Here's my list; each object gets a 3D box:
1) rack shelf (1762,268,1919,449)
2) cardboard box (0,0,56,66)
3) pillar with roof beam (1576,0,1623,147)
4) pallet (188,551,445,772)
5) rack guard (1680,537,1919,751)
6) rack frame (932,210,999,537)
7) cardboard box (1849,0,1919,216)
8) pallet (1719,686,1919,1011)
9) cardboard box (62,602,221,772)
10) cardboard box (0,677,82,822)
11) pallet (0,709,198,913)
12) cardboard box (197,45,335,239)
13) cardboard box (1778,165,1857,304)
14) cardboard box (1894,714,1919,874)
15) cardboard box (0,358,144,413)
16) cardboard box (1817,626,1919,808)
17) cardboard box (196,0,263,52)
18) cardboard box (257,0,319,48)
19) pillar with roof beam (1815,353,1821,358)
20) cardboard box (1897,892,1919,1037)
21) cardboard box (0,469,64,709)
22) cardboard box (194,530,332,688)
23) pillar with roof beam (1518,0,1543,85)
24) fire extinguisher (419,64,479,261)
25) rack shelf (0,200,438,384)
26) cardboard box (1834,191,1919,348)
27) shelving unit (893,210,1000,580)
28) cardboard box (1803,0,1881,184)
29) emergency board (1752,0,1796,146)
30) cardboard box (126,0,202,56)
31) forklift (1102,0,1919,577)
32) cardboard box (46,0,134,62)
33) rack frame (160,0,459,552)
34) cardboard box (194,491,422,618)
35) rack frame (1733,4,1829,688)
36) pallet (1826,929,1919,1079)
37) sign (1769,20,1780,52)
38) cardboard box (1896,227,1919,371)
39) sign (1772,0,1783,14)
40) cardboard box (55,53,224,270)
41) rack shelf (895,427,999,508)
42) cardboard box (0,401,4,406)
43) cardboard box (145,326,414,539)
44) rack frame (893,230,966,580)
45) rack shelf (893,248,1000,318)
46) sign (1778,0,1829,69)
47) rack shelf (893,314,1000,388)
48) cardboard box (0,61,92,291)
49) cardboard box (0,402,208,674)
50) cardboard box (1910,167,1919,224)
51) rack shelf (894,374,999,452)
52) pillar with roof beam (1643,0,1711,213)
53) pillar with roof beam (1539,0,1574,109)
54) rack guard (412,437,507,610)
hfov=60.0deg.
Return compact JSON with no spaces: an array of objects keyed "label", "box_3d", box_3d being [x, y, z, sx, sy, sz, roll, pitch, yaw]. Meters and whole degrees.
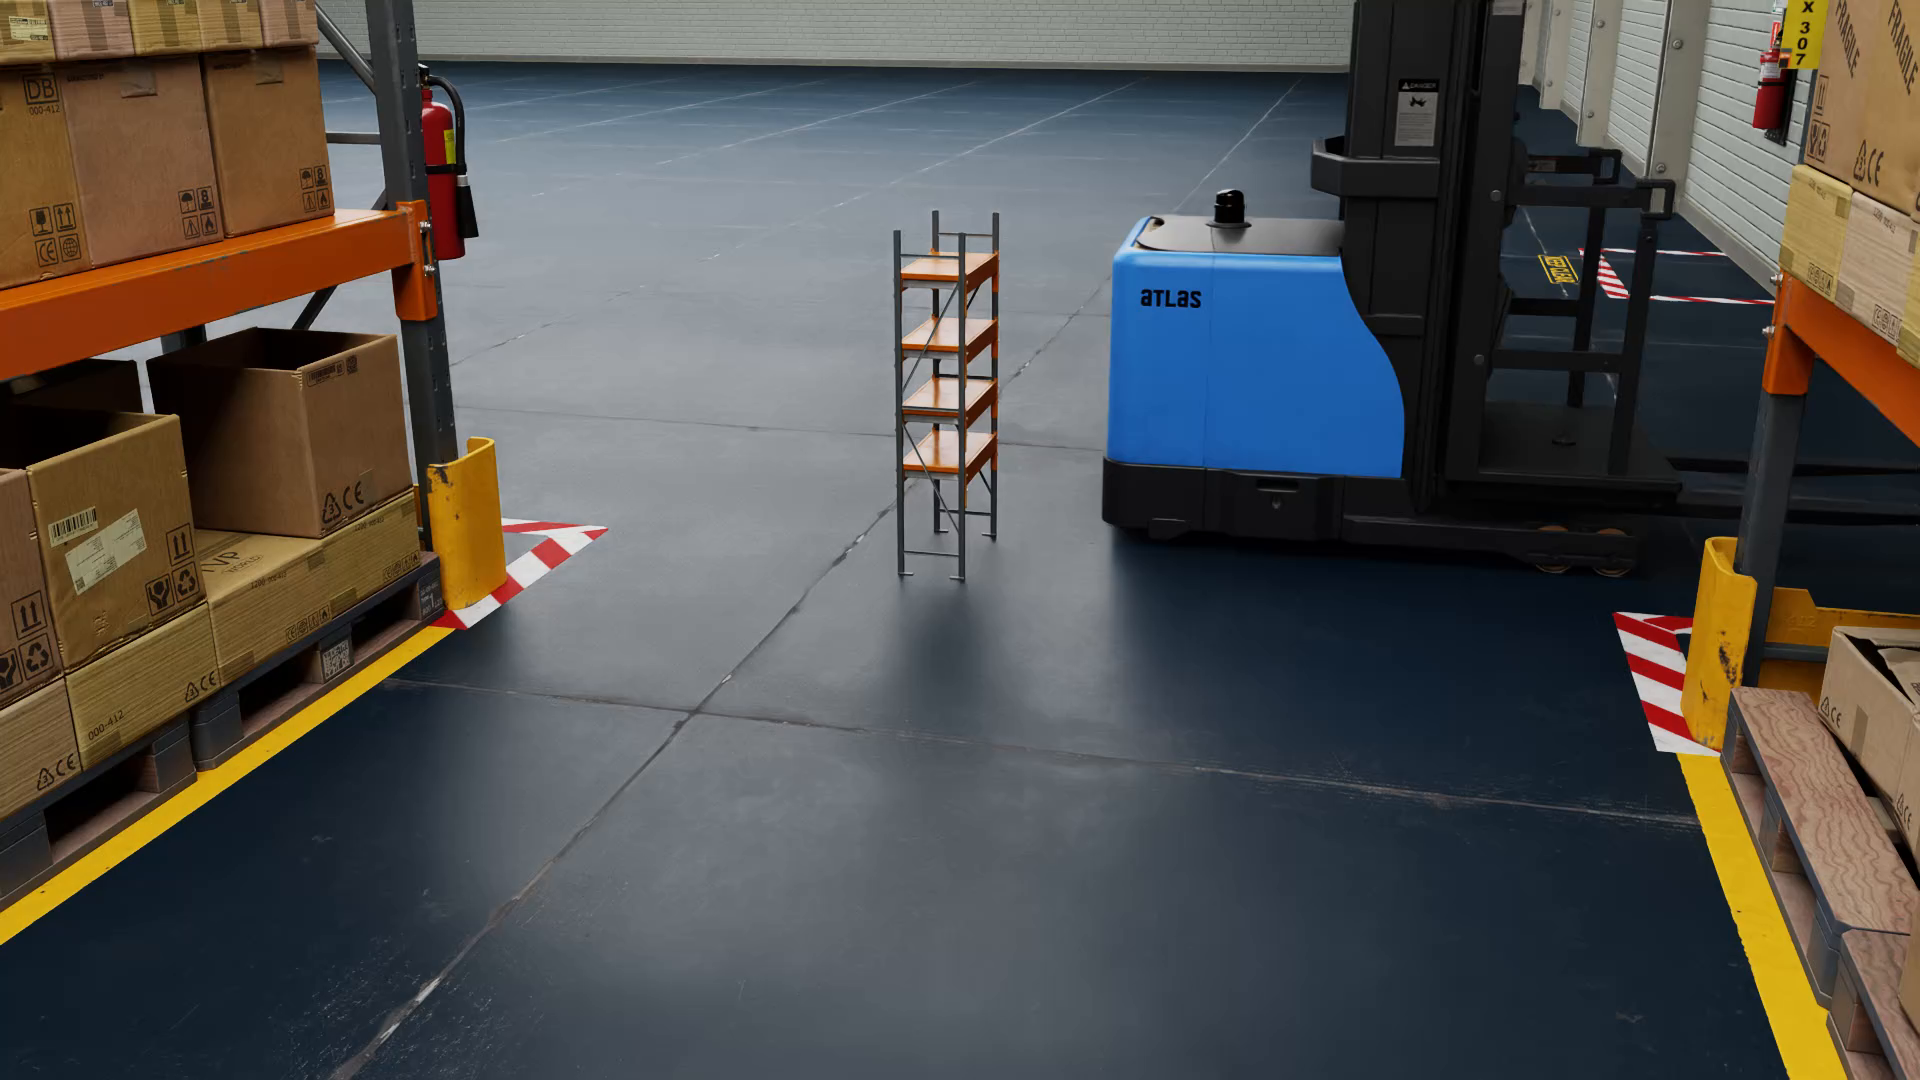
[{"label":"rack shelf","box_3d":[2.144,0.083,2.416,1.077,0.370,4.000,5,19,13]},{"label":"cardboard box","box_3d":[-2.333,-1.170,3.815,0.380,0.149,0.250,5,20,15]},{"label":"pillar with roof beam","box_3d":[3.524,-9.417,19.836,9.100,9.000,0.400,5,19,13]},{"label":"pallet","box_3d":[-2.318,0.288,5.016,1.003,0.211,1.213,5,19,13]},{"label":"rack guard","box_3d":[2.614,0.323,4.469,1.175,0.500,0.348,5,19,13]},{"label":"rack frame","box_3d":[0.019,-0.592,6.066,0.240,1.200,0.015,5,19,13]},{"label":"cardboard box","box_3d":[2.094,-0.897,3.215,0.500,0.500,0.500,5,19,14]},{"label":"pallet","box_3d":[2.381,0.711,3.779,1.003,0.211,1.213,5,19,13]},{"label":"cardboard box","box_3d":[-2.247,0.334,4.172,0.500,0.250,0.500,5,19,13]},{"label":"cardboard box","box_3d":[-2.371,0.491,3.714,0.500,0.250,0.500,5,19,13]},{"label":"pallet","box_3d":[-2.618,0.670,3.900,1.003,0.211,1.213,5,19,13]},{"label":"cardboard box","box_3d":[-2.298,-1.176,4.835,0.700,0.500,0.500,5,19,13]},{"label":"cardboard box","box_3d":[2.206,-0.695,3.782,0.500,0.250,0.500,4,19,12]},{"label":"cardboard box","box_3d":[2.237,0.569,3.361,0.500,0.311,0.500,6,20,18]},{"label":"cardboard box","box_3d":[-2.639,-0.219,4.632,0.500,0.500,0.500,5,19,13]},{"label":"cardboard box","box_3d":[2.376,0.390,3.884,0.500,0.311,0.500,2,19,7]},{"label":"cardboard box","box_3d":[-2.143,-1.411,4.521,0.380,0.149,0.250,5,20,15]},{"label":"cardboard box","box_3d":[-2.080,-1.494,4.761,0.380,0.149,0.250,4,19,12]},{"label":"pillar with roof beam","box_3d":[0.592,-5.656,8.824,9.100,9.000,0.400,5,19,13]},{"label":"cardboard box","box_3d":[2.009,0.705,2.669,0.700,0.500,0.500,3,19,10]},{"label":"cardboard box","box_3d":[-2.368,0.136,3.592,0.500,0.500,0.500,5,19,13]},{"label":"cardboard box","box_3d":[-2.127,0.177,4.632,0.500,0.250,0.500,5,19,13]},{"label":"pillar with roof beam","box_3d":[6.456,-13.178,30.848,9.100,9.000,0.400,5,19,13]},{"label":"fire extinguisher","box_3d":[-1.693,-1.238,5.291,0.296,0.674,0.183,5,19,13]},{"label":"rack shelf","box_3d":[-2.661,-0.307,3.558,1.077,0.370,4.000,5,19,13]},{"label":"cardboard box","box_3d":[2.092,-0.531,3.302,0.500,0.250,0.500,4,19,12]},{"label":"shelving unit","box_3d":[-0.040,-0.516,5.842,0.258,1.200,0.503,5,19,13]},{"label":"cardboard box","box_3d":[2.225,-1.051,3.666,0.500,0.500,0.500,5,19,13]},{"label":"emergency board","box_3d":[5.407,-3.248,11.057,0.194,1.169,0.643,5,19,13]},{"label":"cardboard box","box_3d":[-2.205,-1.331,4.286,0.380,0.149,0.250,4,19,13]},{"label":"forklift","box_3d":[2.098,-1.444,5.882,3.031,2.935,1.130,4,19,11]},{"label":"cardboard box","box_3d":[-2.269,-1.253,4.056,0.380,0.149,0.250,5,19,14]},{"label":"rack frame","box_3d":[-2.172,-1.274,5.277,1.000,3.000,0.127,5,19,13]},{"label":"cardboard box","box_3d":[-2.016,0.020,5.093,0.500,0.250,0.500,5,19,13]},{"label":"rack frame","box_3d":[2.633,-0.884,4.135,1.000,3.000,0.127,5,19,13]},{"label":"pallet","box_3d":[2.081,1.092,2.663,1.003,0.211,1.213,5,19,13]},{"label":"sign","box_3d":[5.642,-3.430,11.535,0.001,0.329,0.234,5,19,13]},{"label":"cardboard box","box_3d":[1.962,-0.372,2.836,0.500,0.250,0.500,4,19,13]},{"label":"sign","box_3d":[5.632,-3.681,11.447,0.001,0.109,0.331,5,19,13]},{"label":"cardboard box","box_3d":[-2.422,-1.011,4.352,0.700,0.500,0.500,5,20,15]},{"label":"rack shelf","box_3d":[-0.040,-0.264,5.928,0.258,0.148,0.480,5,19,13]},{"label":"cardboard box","box_3d":[-2.749,-0.061,4.171,0.500,0.500,0.500,5,19,13]},{"label":"cardboard box","box_3d":[-2.014,-0.335,4.971,0.500,0.500,0.500,5,19,13]},{"label":"rack frame","box_3d":[-0.100,-0.439,5.618,0.240,1.200,0.015,5,19,13]},{"label":"rack shelf","box_3d":[-0.040,-0.888,5.715,0.258,0.148,0.480,5,19,13]},{"label":"sign","box_3d":[2.106,-1.336,4.120,0.100,0.325,0.005,5,19,13]},{"label":"rack shelf","box_3d":[-0.040,-0.664,5.791,0.258,0.148,0.480,5,19,13]},{"label":"cardboard box","box_3d":[-2.549,-0.856,3.898,0.700,0.500,0.500,5,19,14]},{"label":"cardboard box","box_3d":[-2.244,-0.020,4.050,0.500,0.500,0.500,5,19,13]},{"label":"cardboard box","box_3d":[1.962,-0.736,2.742,0.500,0.500,0.500,4,19,12]},{"label":"rack shelf","box_3d":[-0.040,-0.452,5.863,0.258,0.148,0.480,5,19,13]},{"label":"pillar with roof beam","box_3d":[2.058,-7.536,14.330,9.100,9.000,0.400,5,19,13]},{"label":"pillar with roof beam","box_3d":[4.990,-11.298,25.342,9.100,9.000,0.400,5,19,13]},{"label":"rack guard","box_3d":[-2.166,-0.099,5.703,1.175,0.500,0.348,5,19,13]}]
